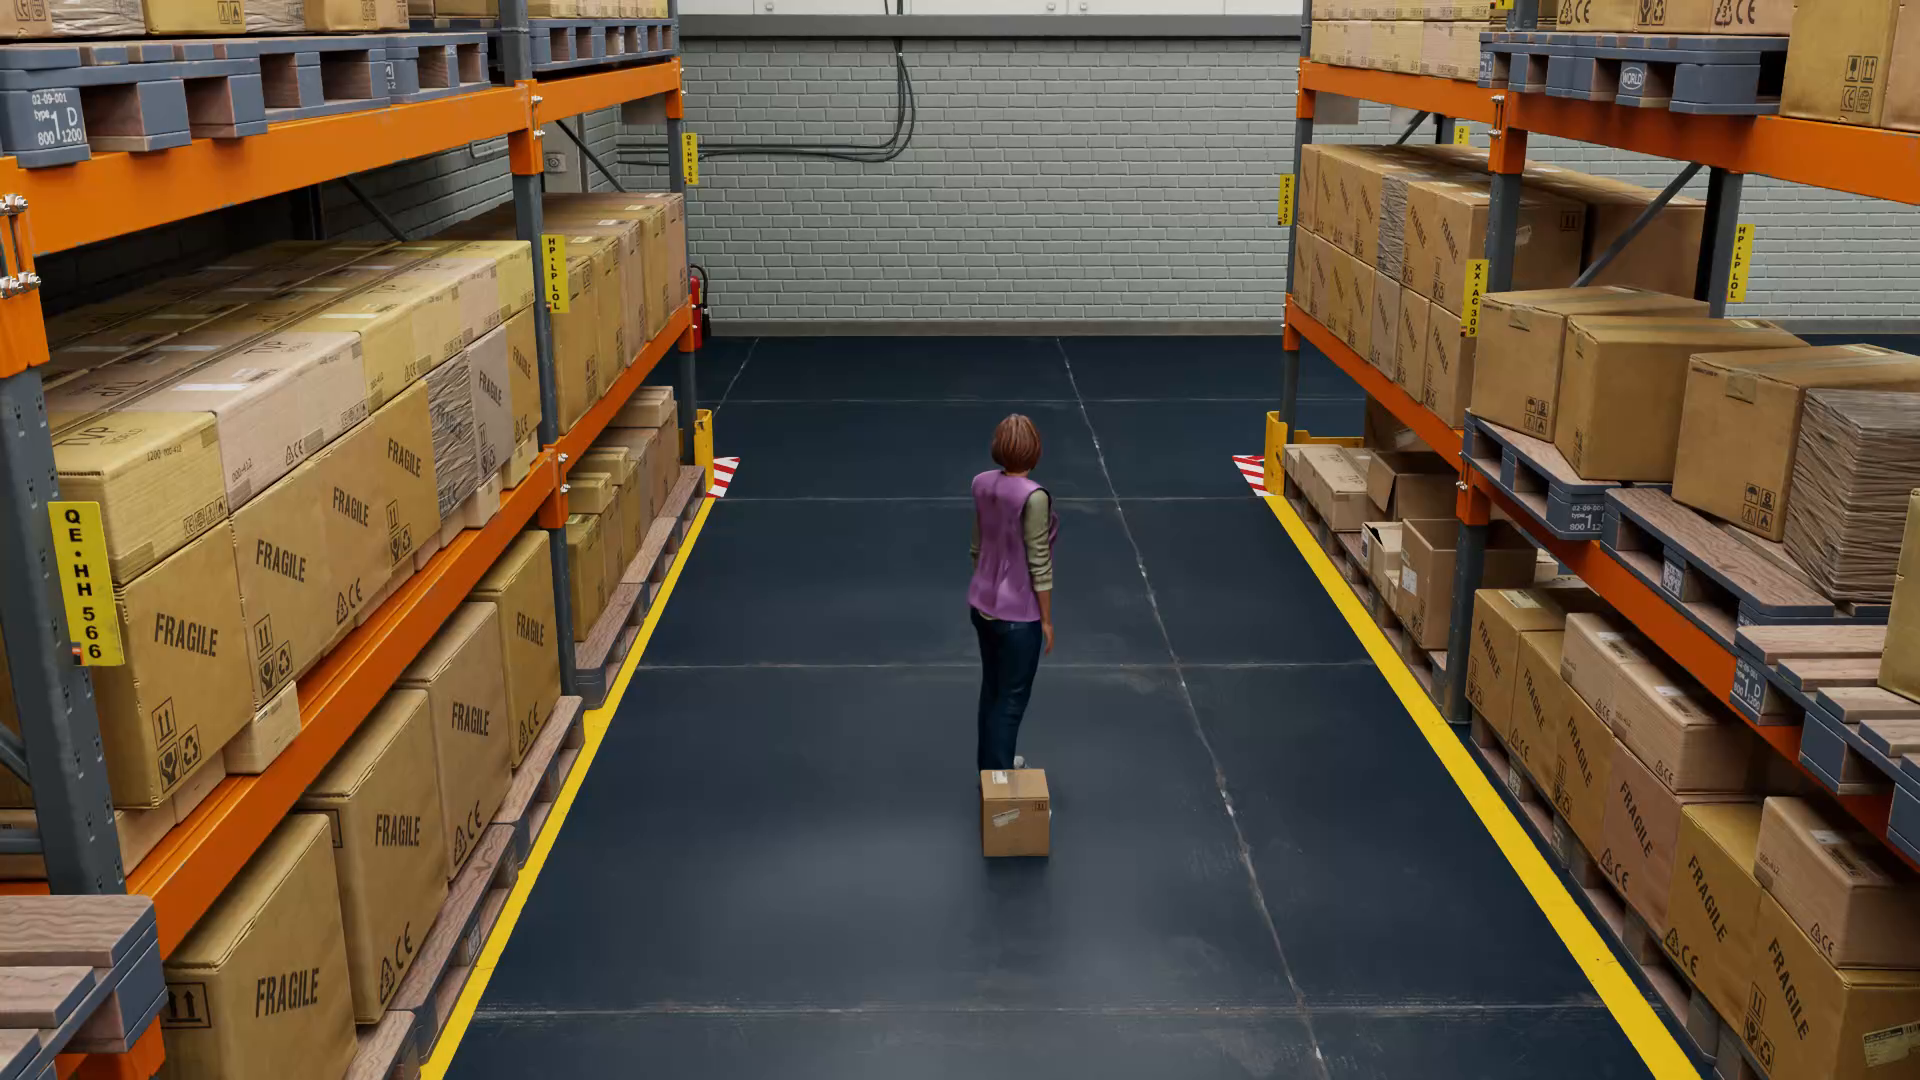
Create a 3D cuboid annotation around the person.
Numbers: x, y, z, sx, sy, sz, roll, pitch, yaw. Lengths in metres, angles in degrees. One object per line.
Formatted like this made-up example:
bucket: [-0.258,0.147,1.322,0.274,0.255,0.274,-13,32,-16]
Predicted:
person: [0.210,0.291,6.557,0.401,1.596,0.483,-12,21,-33]
